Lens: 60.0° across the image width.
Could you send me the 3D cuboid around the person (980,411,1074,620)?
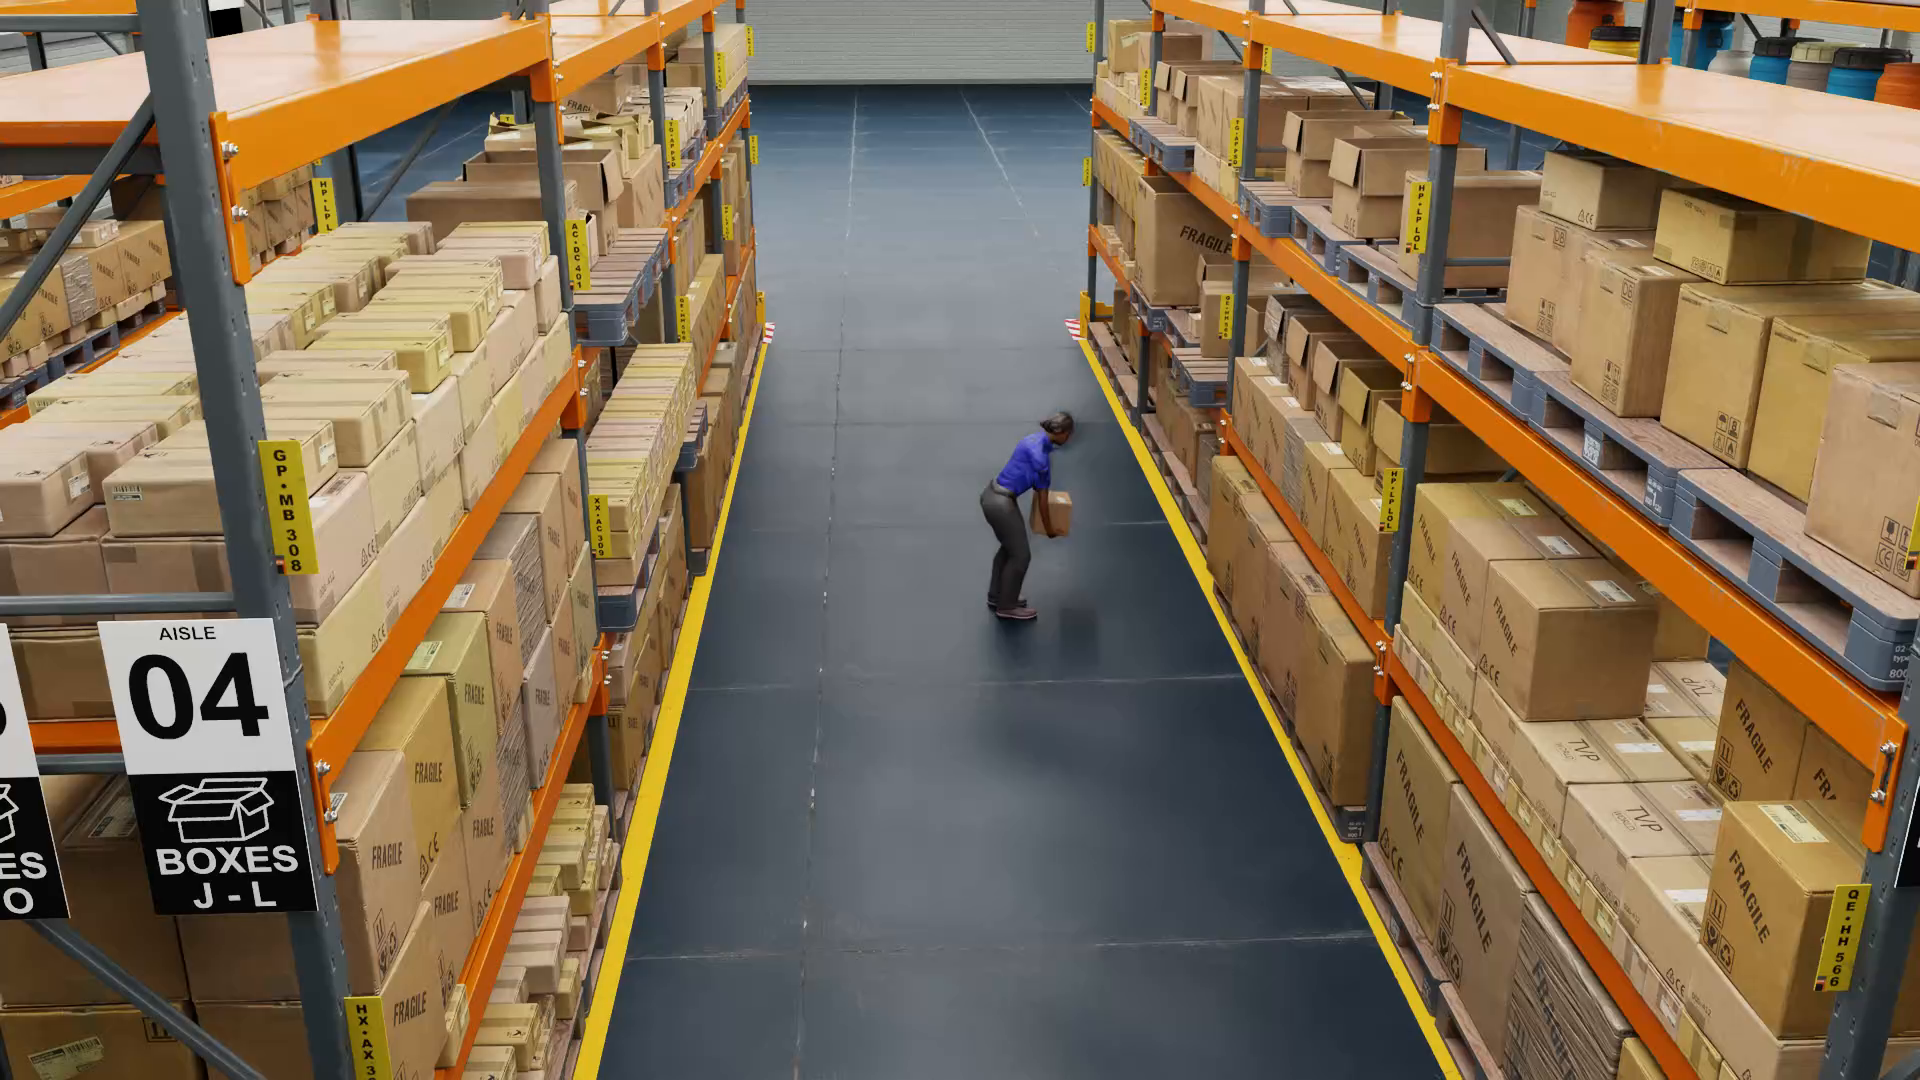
[{"bbox_3d":[0.473,-0.186,11.816,0.656,1.502,0.405,-2,21,-4],"label":"person"}]
